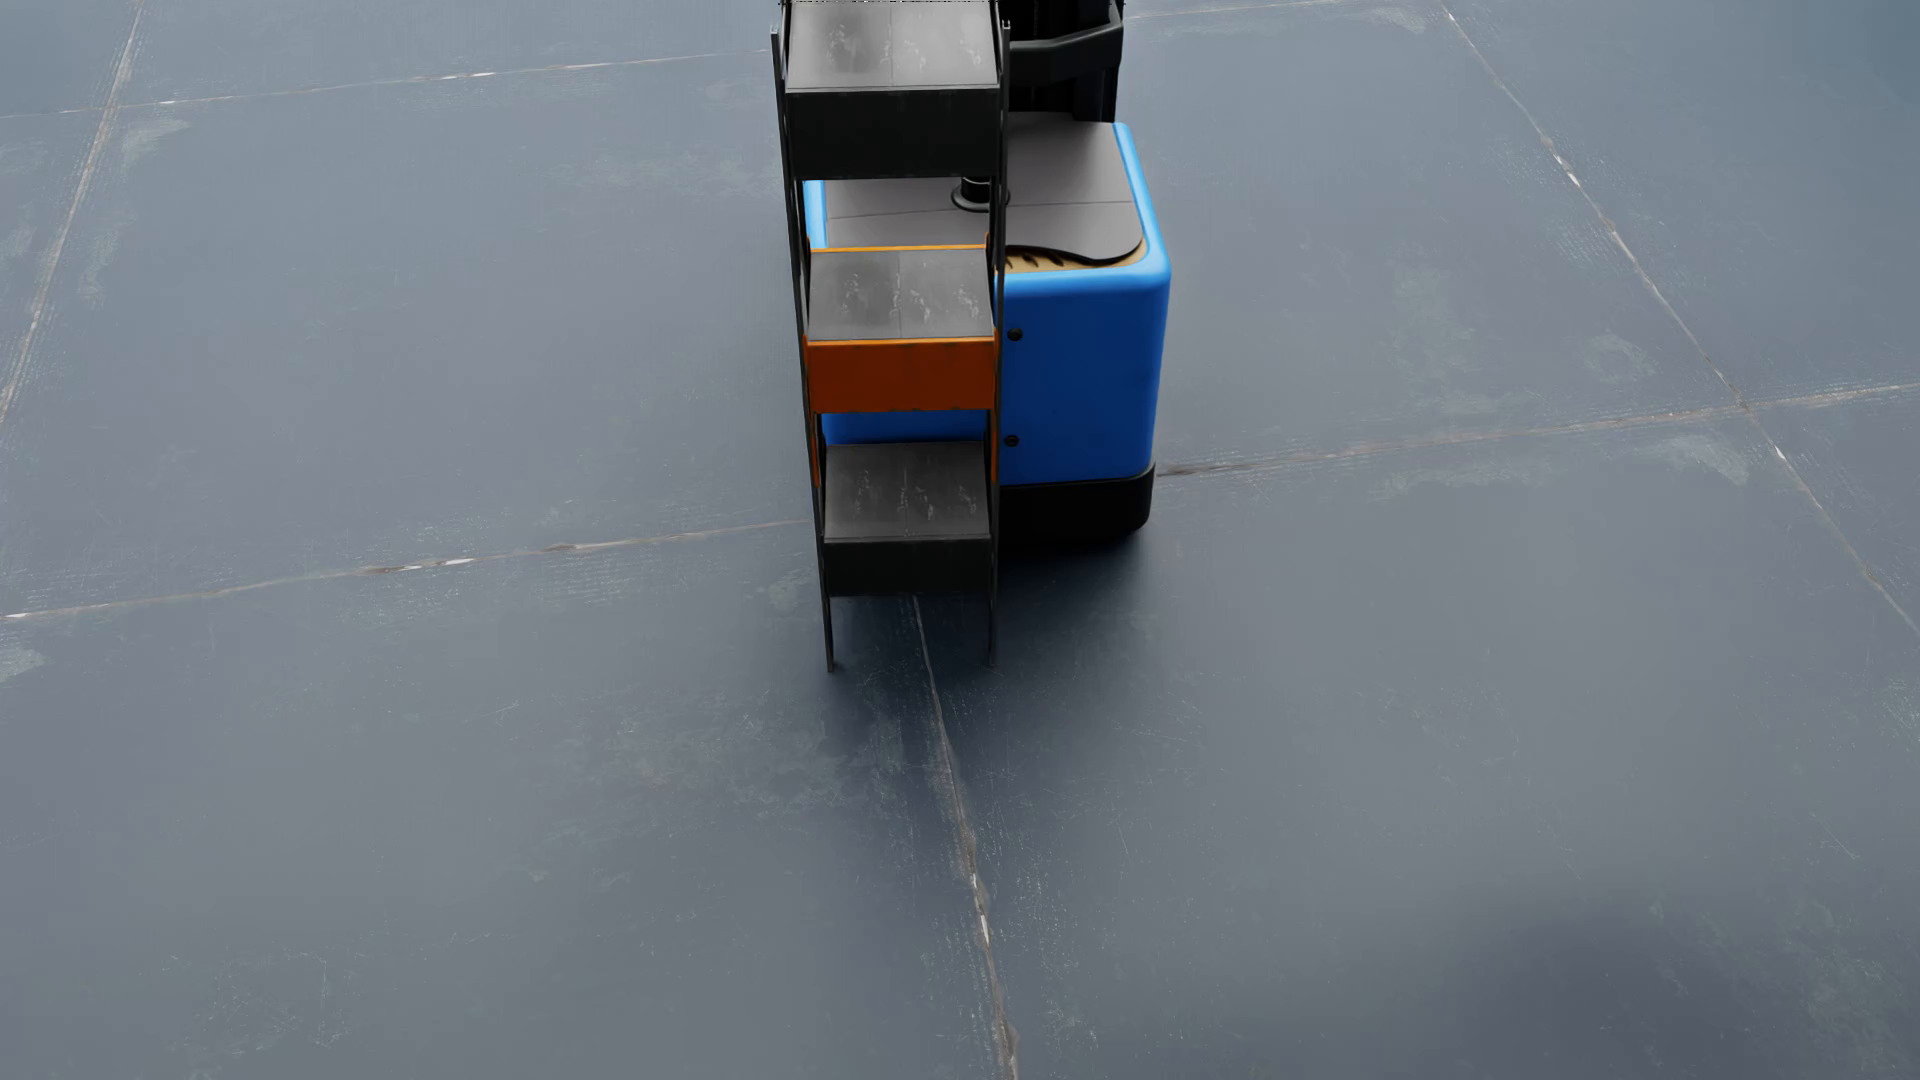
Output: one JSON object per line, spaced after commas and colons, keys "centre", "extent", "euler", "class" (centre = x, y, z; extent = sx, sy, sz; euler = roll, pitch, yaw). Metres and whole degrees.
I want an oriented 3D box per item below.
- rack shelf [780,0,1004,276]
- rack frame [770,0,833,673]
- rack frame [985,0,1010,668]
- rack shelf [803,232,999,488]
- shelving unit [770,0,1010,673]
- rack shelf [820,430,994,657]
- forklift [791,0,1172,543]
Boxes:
{"centre": [-0.153, -0.958, 3.885], "extent": [0.480, 0.518, 0.431], "euler": [-2, 46, -2], "class": "rack shelf"}
{"centre": [-0.397, -0.474, 4.372], "extent": [0.015, 2.100, 0.400], "euler": [-2, 46, -2], "class": "rack frame"}
{"centre": [0.090, -0.489, 4.386], "extent": [0.015, 2.100, 0.400], "euler": [-2, 46, -2], "class": "rack frame"}
{"centre": [-0.153, -0.472, 4.389], "extent": [0.480, 0.518, 0.431], "euler": [-2, 46, -2], "class": "rack shelf"}
{"centre": [-0.153, -0.481, 4.379], "extent": [0.503, 2.100, 0.431], "euler": [-2, 46, -2], "class": "shelving unit"}
{"centre": [-0.153, 0.014, 4.893], "extent": [0.480, 0.518, 0.431], "euler": [-2, 46, -2], "class": "rack shelf"}
{"centre": [-0.047, -2.042, 5.305], "extent": [1.130, 2.935, 3.031], "euler": [-4, 46, -4], "class": "forklift"}
